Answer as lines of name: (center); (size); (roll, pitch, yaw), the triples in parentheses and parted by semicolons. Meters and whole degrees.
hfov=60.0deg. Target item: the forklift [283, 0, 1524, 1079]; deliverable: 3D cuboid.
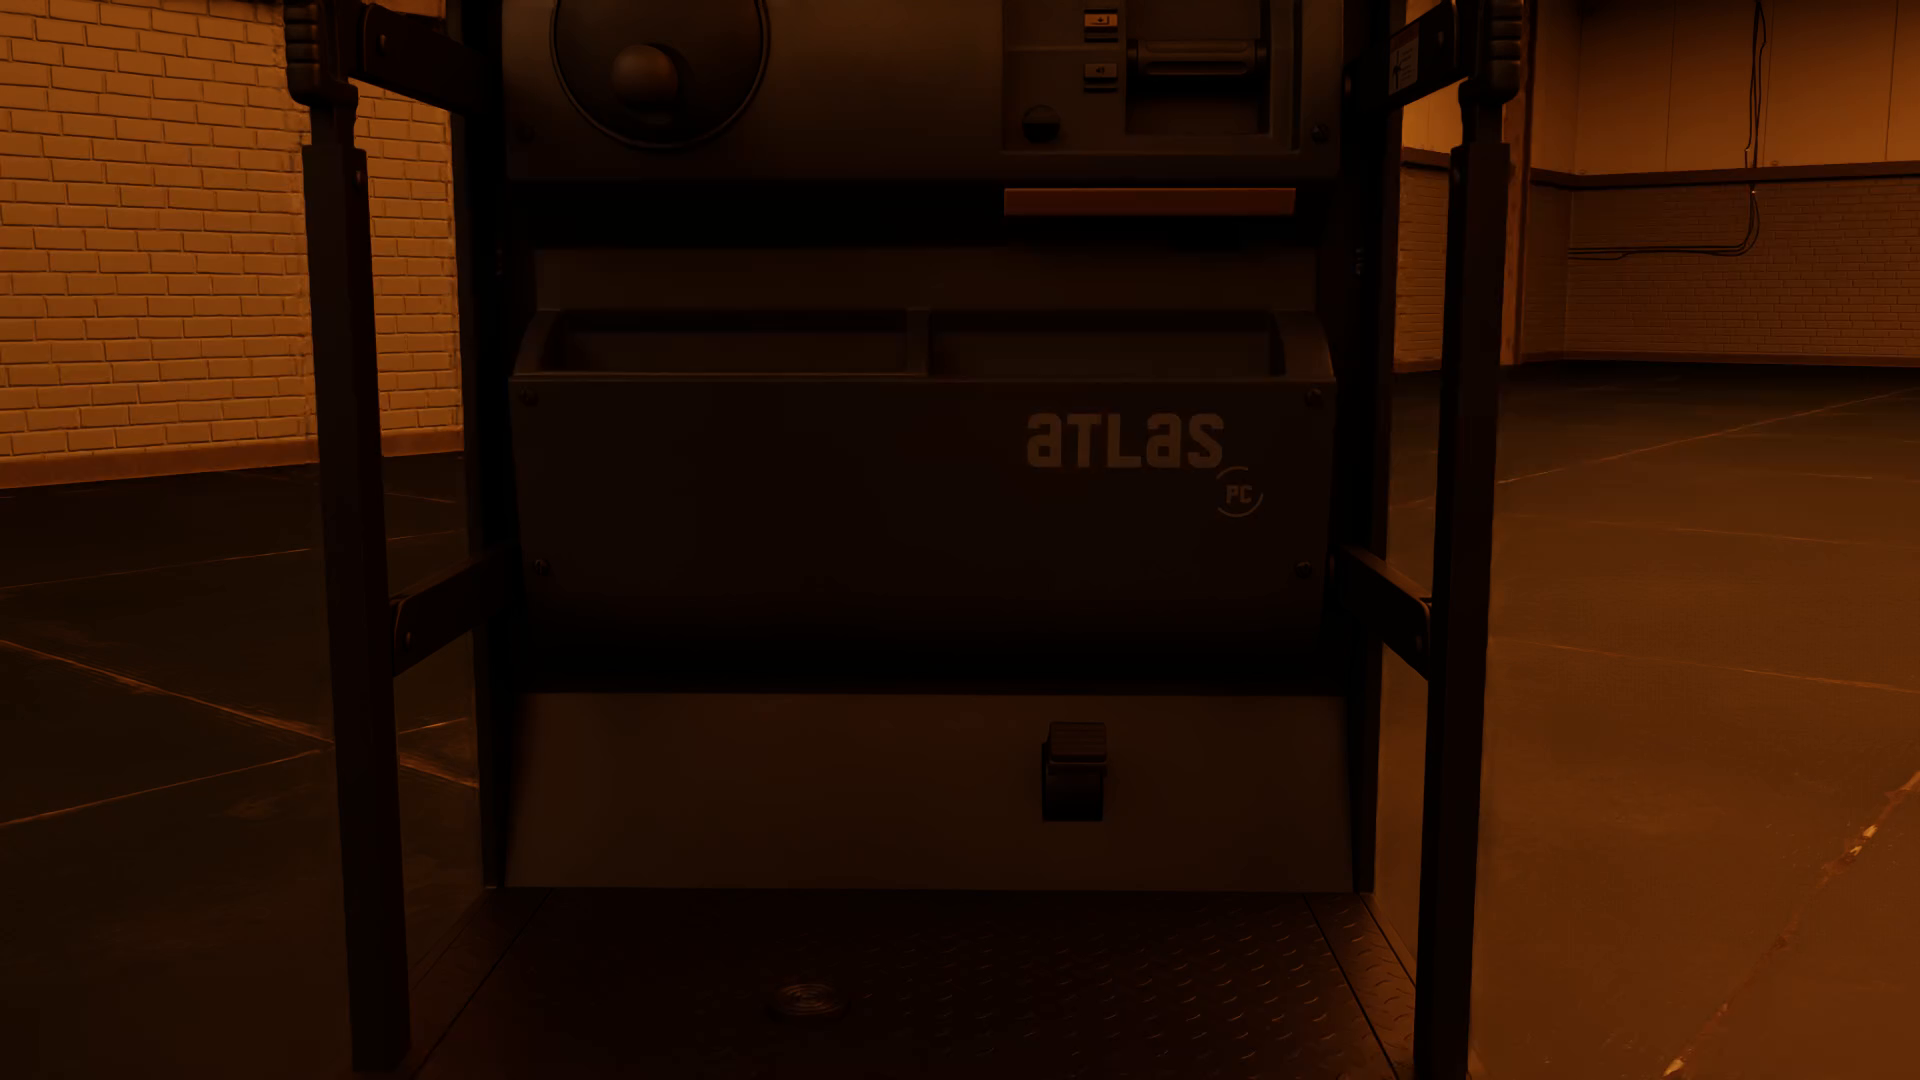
forklift: (-0.045, -0.640, 1.657); (1.130, 2.935, 3.031); (0, 8, 1)
